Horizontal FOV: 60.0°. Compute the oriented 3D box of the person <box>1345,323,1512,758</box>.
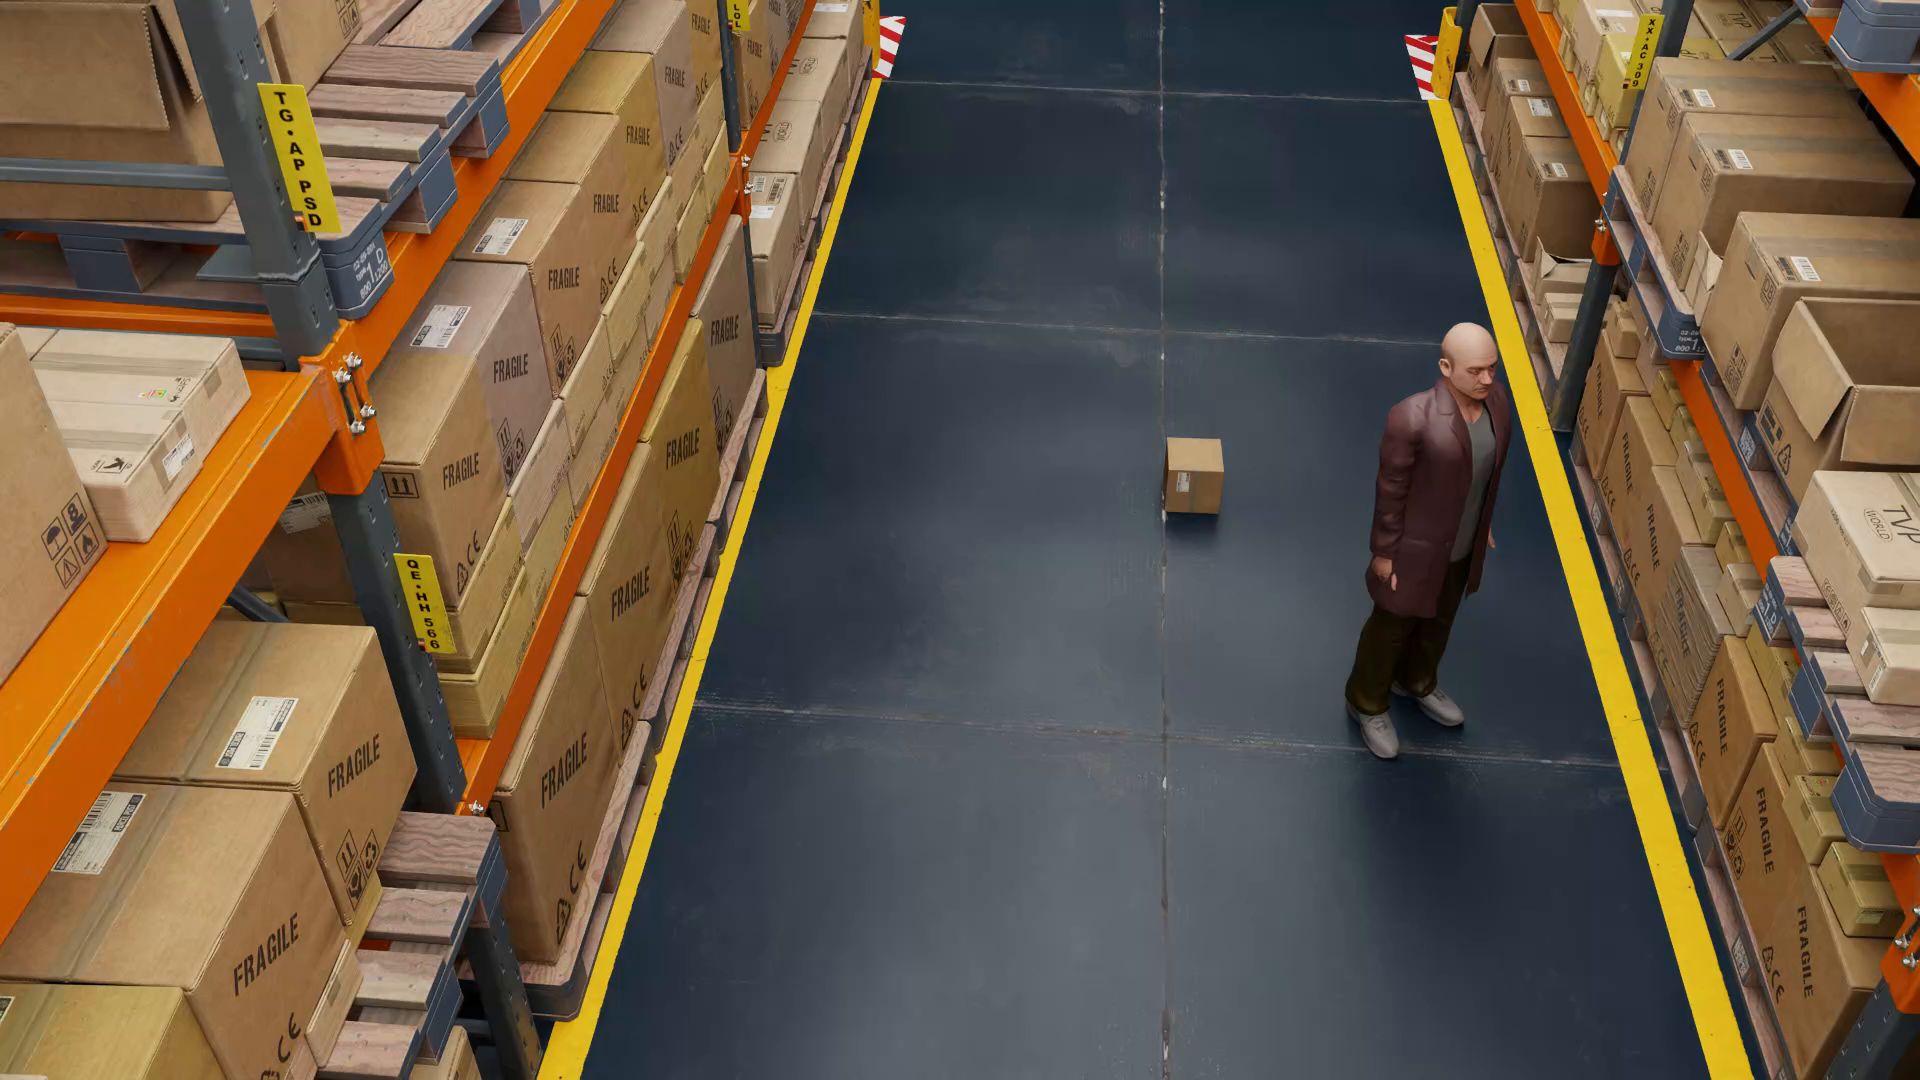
[{"bbox_3d":[1.777,0.011,6.148,0.553,1.781,0.396,-20,44,-23],"label":"person"}]
